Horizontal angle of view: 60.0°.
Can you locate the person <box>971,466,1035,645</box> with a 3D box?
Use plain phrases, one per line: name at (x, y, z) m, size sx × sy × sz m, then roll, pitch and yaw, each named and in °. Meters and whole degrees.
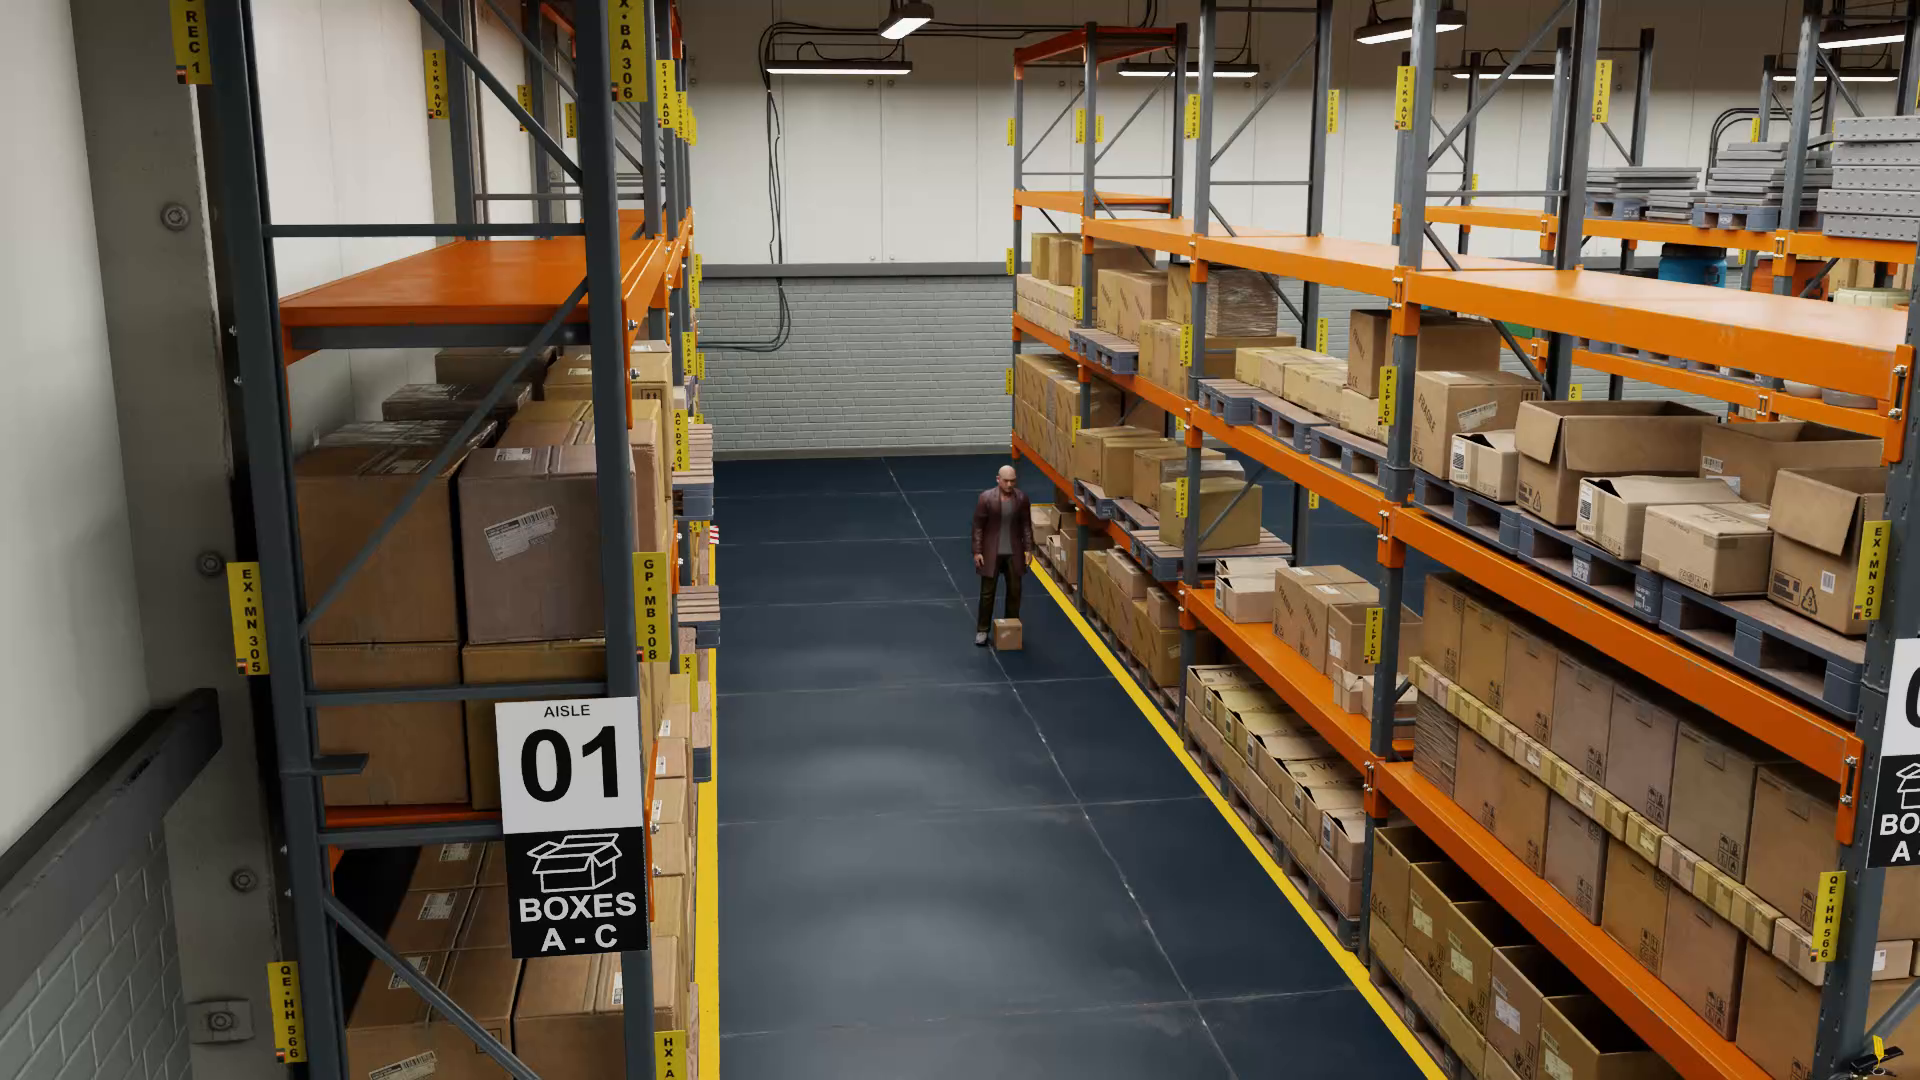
person at (0.428, 0.132, 16.440) m, size 0.652 × 1.773 × 0.430 m, roll -3°, pitch 13°, yaw -12°
